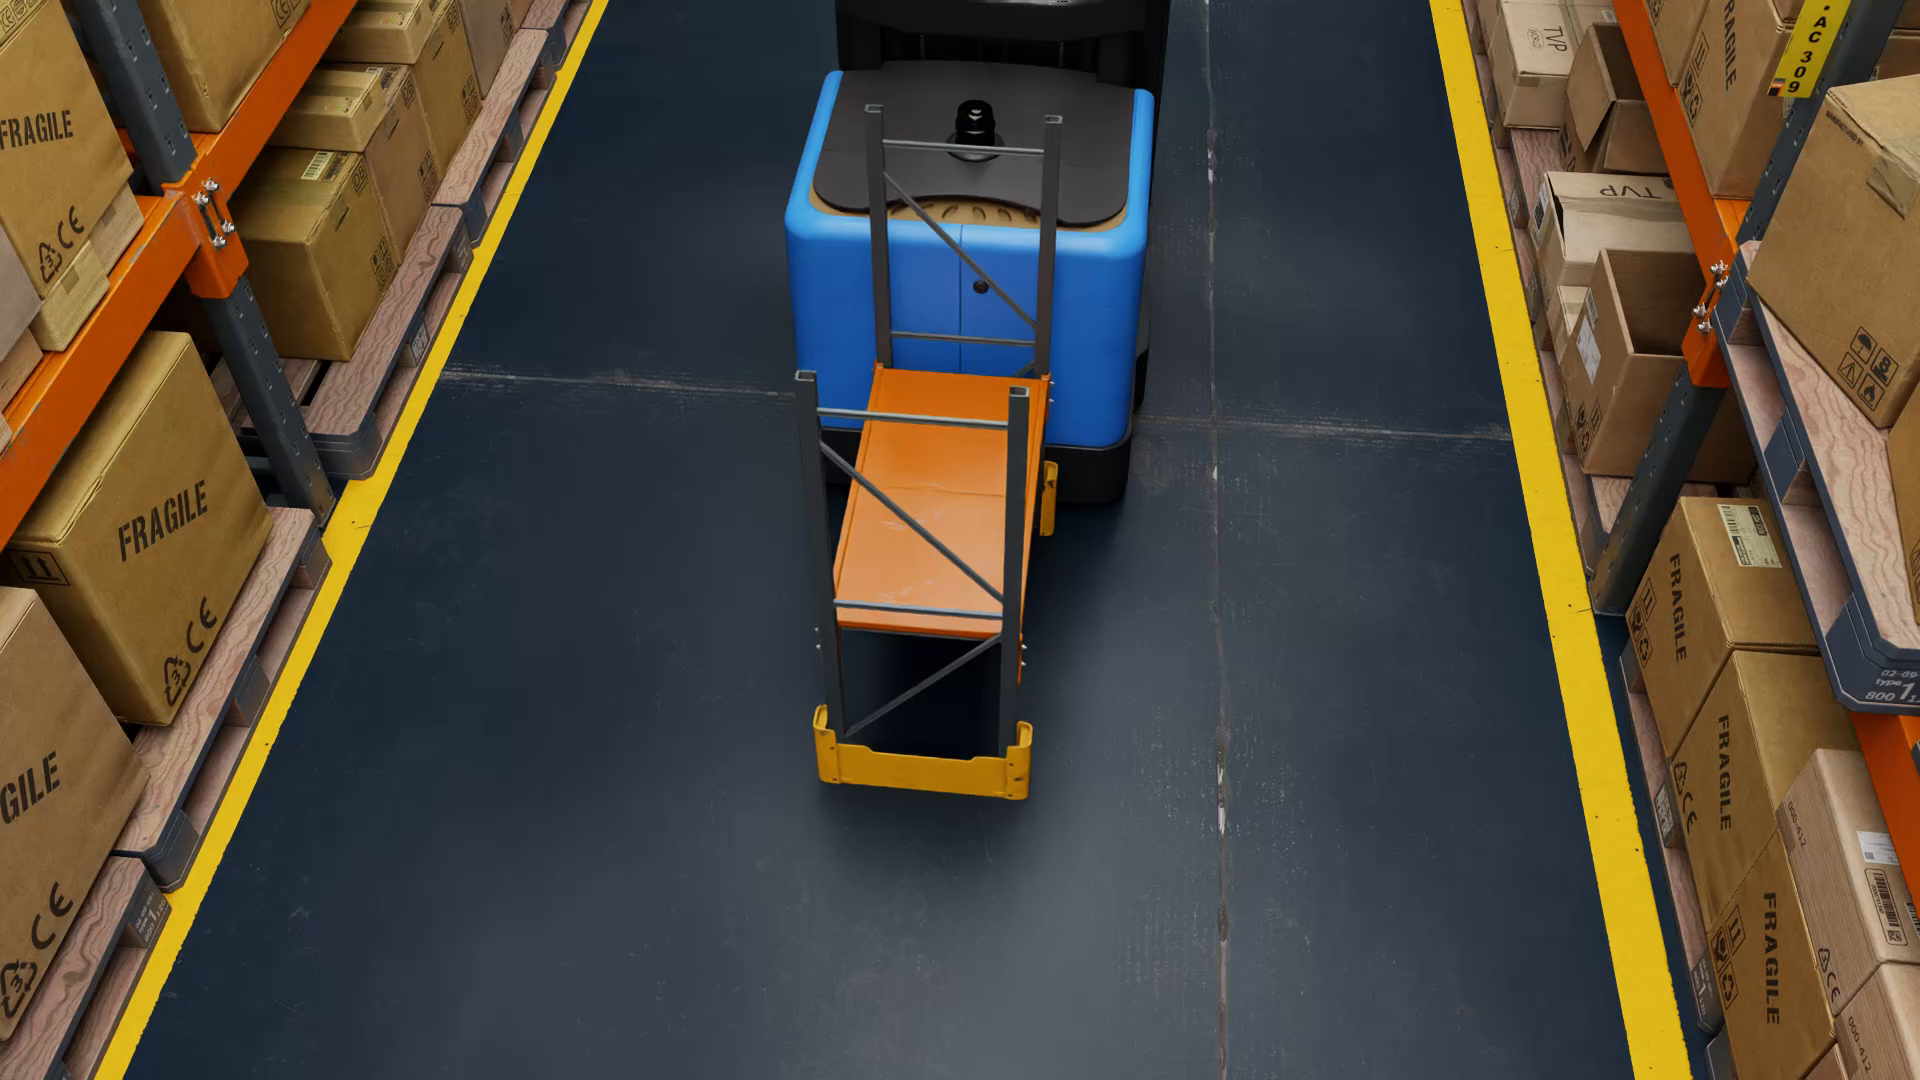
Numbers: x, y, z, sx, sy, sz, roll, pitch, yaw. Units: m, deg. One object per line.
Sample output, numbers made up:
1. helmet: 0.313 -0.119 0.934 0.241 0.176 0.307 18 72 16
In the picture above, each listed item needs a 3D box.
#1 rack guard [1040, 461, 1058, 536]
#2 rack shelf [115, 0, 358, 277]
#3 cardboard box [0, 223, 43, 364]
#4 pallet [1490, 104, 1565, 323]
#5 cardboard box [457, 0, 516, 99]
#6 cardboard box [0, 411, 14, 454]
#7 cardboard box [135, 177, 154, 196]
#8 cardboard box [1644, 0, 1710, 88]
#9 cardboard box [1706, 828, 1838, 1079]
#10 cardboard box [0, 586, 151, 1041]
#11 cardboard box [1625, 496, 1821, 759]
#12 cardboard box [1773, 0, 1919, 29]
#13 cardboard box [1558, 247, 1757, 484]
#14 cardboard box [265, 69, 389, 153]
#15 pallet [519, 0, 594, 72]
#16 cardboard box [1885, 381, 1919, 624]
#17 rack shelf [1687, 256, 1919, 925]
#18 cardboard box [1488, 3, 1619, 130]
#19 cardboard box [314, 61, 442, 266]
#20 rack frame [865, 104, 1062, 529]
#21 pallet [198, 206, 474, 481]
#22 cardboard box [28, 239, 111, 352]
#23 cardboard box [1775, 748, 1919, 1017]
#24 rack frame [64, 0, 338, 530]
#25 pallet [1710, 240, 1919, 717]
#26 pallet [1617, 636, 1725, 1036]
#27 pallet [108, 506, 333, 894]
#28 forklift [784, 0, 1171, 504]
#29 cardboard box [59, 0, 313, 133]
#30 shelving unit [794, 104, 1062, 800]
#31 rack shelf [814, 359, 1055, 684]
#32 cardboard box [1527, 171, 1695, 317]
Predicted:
1. rack guard: 0.008 -0.149 5.217 0.587 0.250 0.087 5 48 4
2. rack shelf: -2.329 -2.350 5.854 1.077 0.370 4.000 4 48 4
3. cardboard box: -2.339 -0.533 3.421 0.500 0.500 0.500 4 48 4
4. pallet: 2.595 -1.255 6.255 1.003 0.211 1.213 4 48 4
5. cardboard box: -2.201 -2.102 6.550 0.700 0.500 0.500 2 48 2
6. cardboard box: -2.293 -0.205 3.562 0.380 0.149 0.250 4 48 4
7. cardboard box: -2.552 -1.090 5.184 0.380 0.149 0.250 4 48 3
8. cardboard box: 2.258 -1.590 4.604 0.500 0.500 0.500 5 48 5
9. cardboard box: 2.045 1.001 3.698 0.500 0.500 0.500 4 48 4
10. cardboard box: -2.519 0.600 3.841 0.750 0.750 0.750 5 48 5
11. cardboard box: 2.136 0.241 4.392 0.500 0.500 0.500 2 48 2
12. cardboard box: 2.211 -1.553 3.892 0.500 0.500 0.500 4 48 4
13. cardboard box: 2.192 -0.536 5.103 0.500 0.500 0.500 4 48 4
14. cardboard box: -2.128 -1.422 5.488 0.380 0.149 0.250 5 48 5
15. pallet: -2.141 -2.529 7.420 1.003 0.211 1.213 4 48 4
16. cardboard box: 2.157 -0.126 2.980 0.700 0.500 0.500 11 48 10
17. rack shelf: 2.240 0.919 2.864 1.077 0.370 4.000 4 48 4
18. cardboard box: 2.364 -1.838 6.463 0.500 0.250 0.500 4 48 4
19. cardboard box: -2.292 -1.333 5.846 0.700 0.500 0.500 3 48 3
20. rack frame: 0.008 -0.572 4.757 0.500 1.500 0.032 5 48 4
21. pallet: -2.364 -0.736 5.780 1.003 0.211 1.213 4 48 4
22. cardboard box: -2.259 -0.591 3.914 0.380 0.149 0.250 5 48 4
23. cardboard box: 2.045 0.723 3.444 0.500 0.250 0.500 4 48 4
24. rack frame: -2.511 -1.123 4.245 1.000 3.000 0.127 4 48 4
25. pallet: 2.241 -0.148 3.483 1.003 0.211 1.213 4 48 4
26. pallet: 2.386 0.748 4.423 1.003 0.211 1.213 4 48 4
27. pallet: -2.506 0.390 4.750 1.003 0.211 1.213 4 48 4
28. forklift: 0.164 -2.199 5.275 1.130 2.935 3.031 5 48 4
29. cardboard box: -2.445 -1.622 4.498 0.980 0.700 0.700 5 48 4
30. shelving unit: -0.046 -0.206 4.422 0.587 1.500 1.083 5 48 4
31. rack shelf: -0.047 -0.077 4.548 0.538 0.185 1.000 5 48 4
32. cardboard box: 2.260 -1.023 5.677 0.500 0.311 0.500 4 48 4
